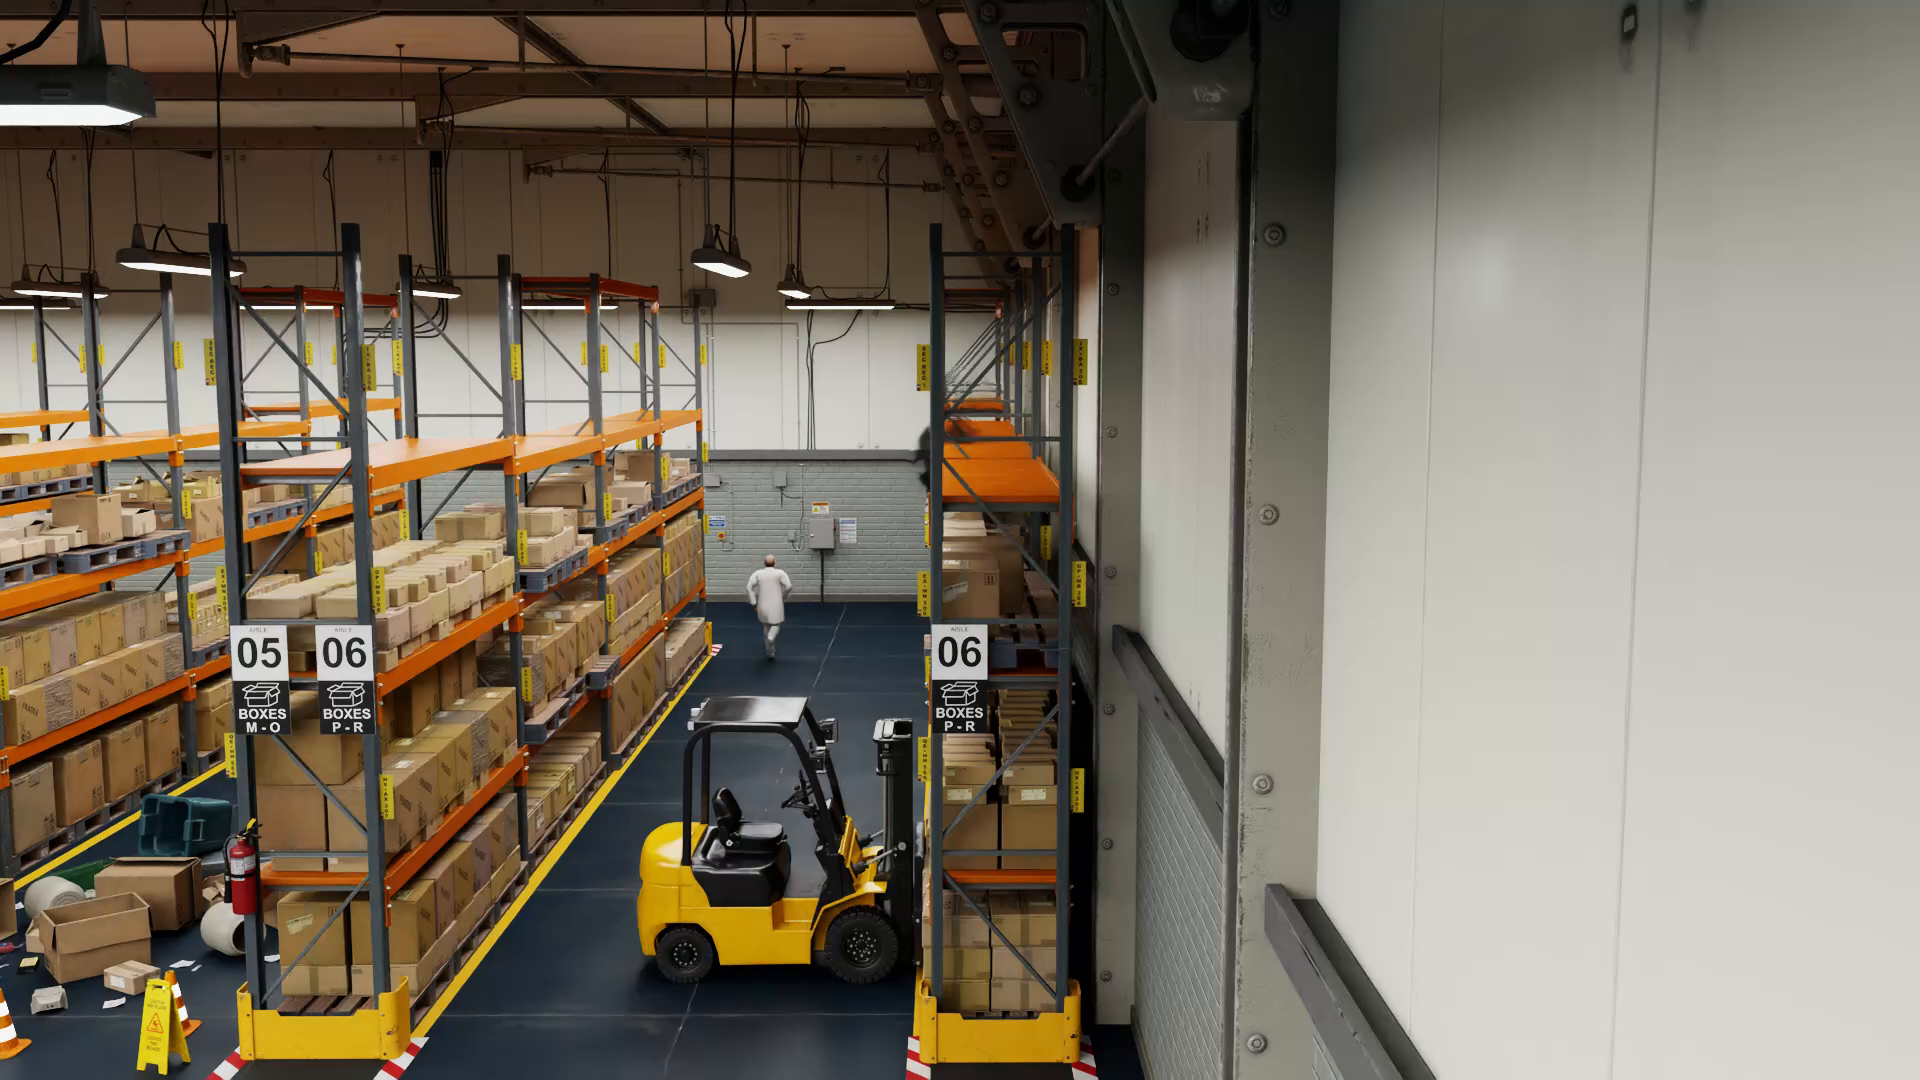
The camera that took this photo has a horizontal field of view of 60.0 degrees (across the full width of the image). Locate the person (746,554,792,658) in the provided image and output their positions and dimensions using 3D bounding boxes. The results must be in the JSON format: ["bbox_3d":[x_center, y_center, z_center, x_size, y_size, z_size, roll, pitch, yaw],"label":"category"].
[{"bbox_3d":[-3.135,1.113,27.463,0.748,1.756,0.710,0,7,3],"label":"person"}]
